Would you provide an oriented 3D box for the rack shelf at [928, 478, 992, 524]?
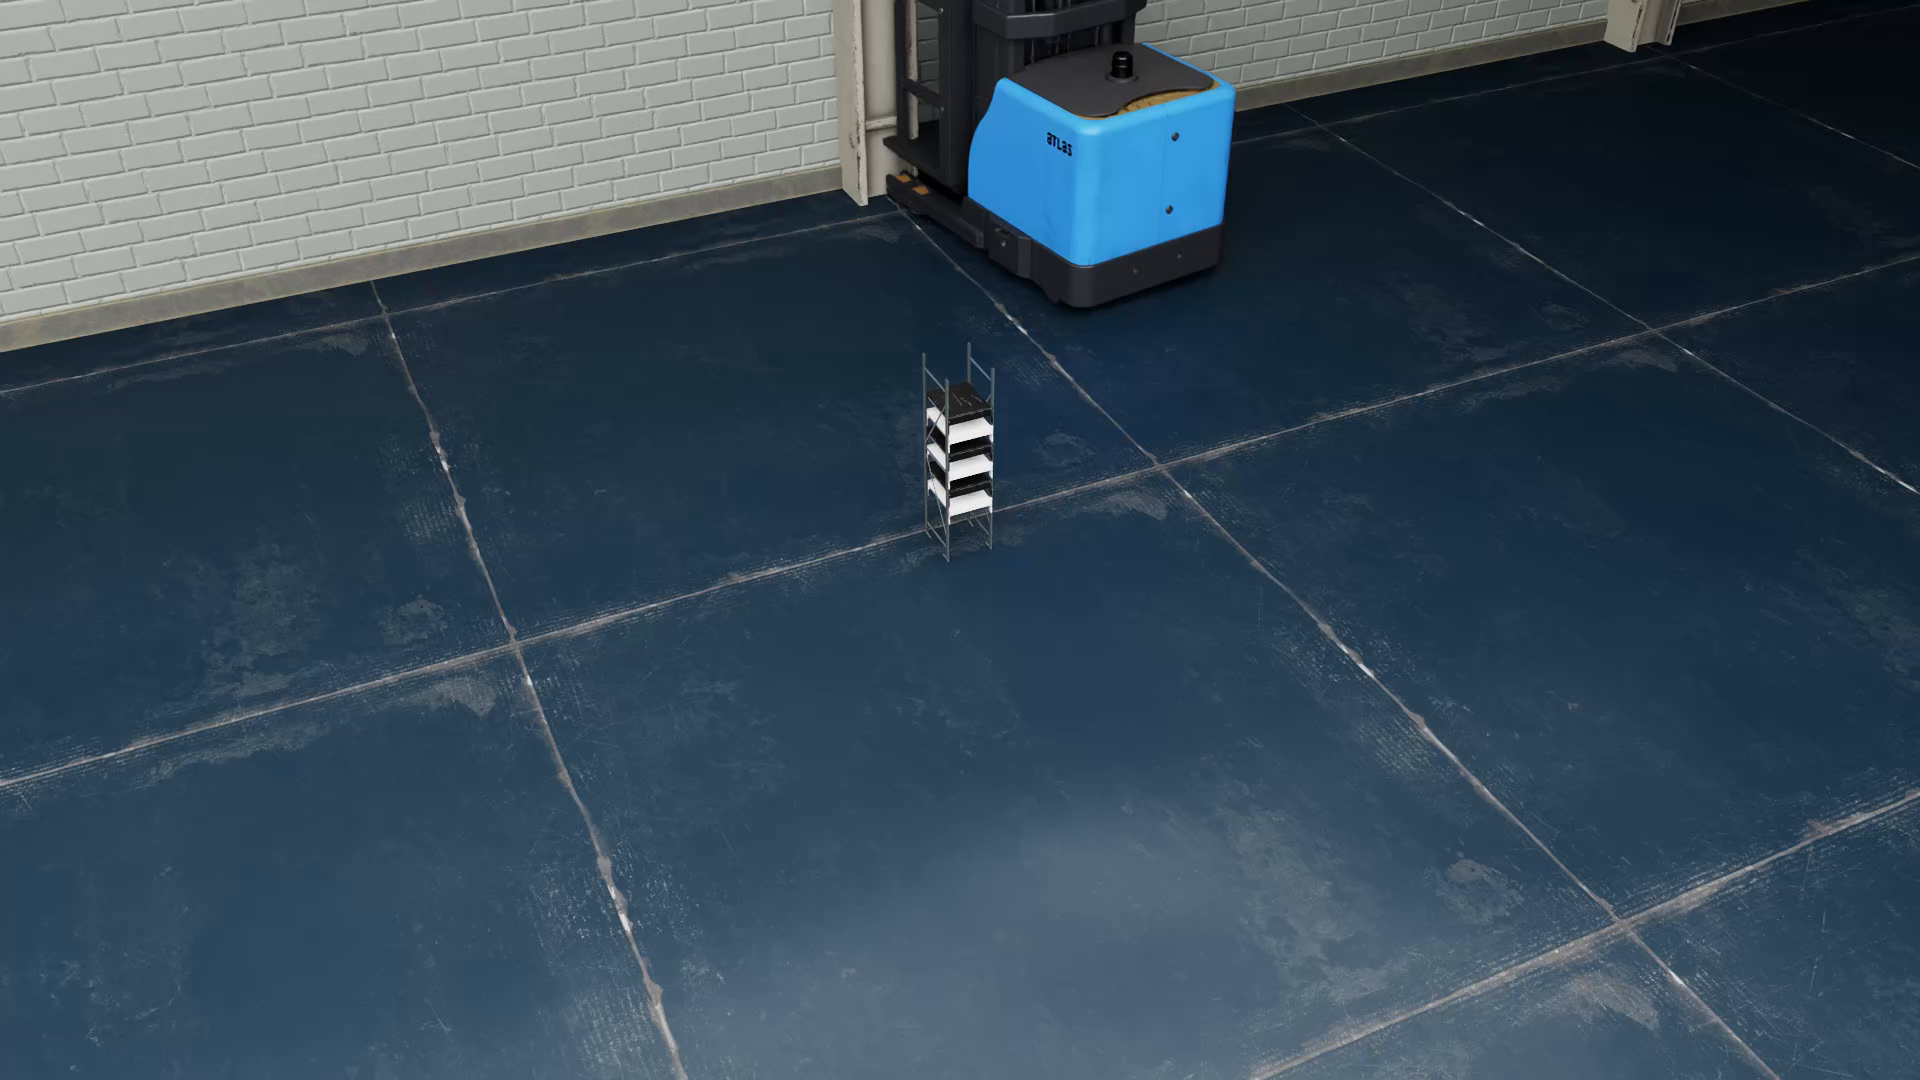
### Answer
[{"bbox_3d":[-0.007,-0.188,7.106,0.200,0.077,0.258,-16,39,-20],"label":"rack shelf"}]

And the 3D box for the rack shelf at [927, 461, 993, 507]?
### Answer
[{"bbox_3d":[-0.007,-0.260,7.053,0.200,0.077,0.258,-16,39,-20],"label":"rack shelf"}]

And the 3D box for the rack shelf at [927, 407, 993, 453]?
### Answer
[{"bbox_3d":[-0.007,-0.477,6.892,0.200,0.077,0.258,-16,39,-20],"label":"rack shelf"}]

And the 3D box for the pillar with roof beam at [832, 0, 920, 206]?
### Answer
[{"bbox_3d":[1.344,-3.423,4.312,0.400,9.000,9.100,-16,39,-20],"label":"pillar with roof beam"}]

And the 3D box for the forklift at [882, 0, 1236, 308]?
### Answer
[{"bbox_3d":[0.221,-3.245,9.165,1.130,2.935,3.031,-22,42,-26],"label":"forklift"}]

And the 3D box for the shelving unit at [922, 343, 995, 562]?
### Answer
[{"bbox_3d":[-0.007,-0.359,6.979,0.210,0.900,0.258,-16,39,-20],"label":"shelving unit"}]

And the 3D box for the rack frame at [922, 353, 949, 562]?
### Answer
[{"bbox_3d":[-0.099,-0.334,6.944,0.006,0.900,0.240,-16,39,-20],"label":"rack frame"}]

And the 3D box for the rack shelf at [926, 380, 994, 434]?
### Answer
[{"bbox_3d":[-0.007,-0.549,6.838,0.200,0.077,0.258,-16,39,-20],"label":"rack shelf"}]

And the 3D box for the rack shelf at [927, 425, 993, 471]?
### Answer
[{"bbox_3d":[-0.007,-0.405,6.945,0.200,0.077,0.258,-16,39,-20],"label":"rack shelf"}]

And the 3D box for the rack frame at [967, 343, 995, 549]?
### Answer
[{"bbox_3d":[0.085,-0.385,7.014,0.006,0.900,0.240,-16,39,-20],"label":"rack frame"}]

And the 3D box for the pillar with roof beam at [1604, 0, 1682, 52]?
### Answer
[{"bbox_3d":[6.776,-4.942,6.359,0.400,9.000,9.100,-16,39,-20],"label":"pillar with roof beam"}]

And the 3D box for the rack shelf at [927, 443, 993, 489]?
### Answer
[{"bbox_3d":[-0.007,-0.333,6.999,0.200,0.077,0.258,-16,39,-20],"label":"rack shelf"}]
